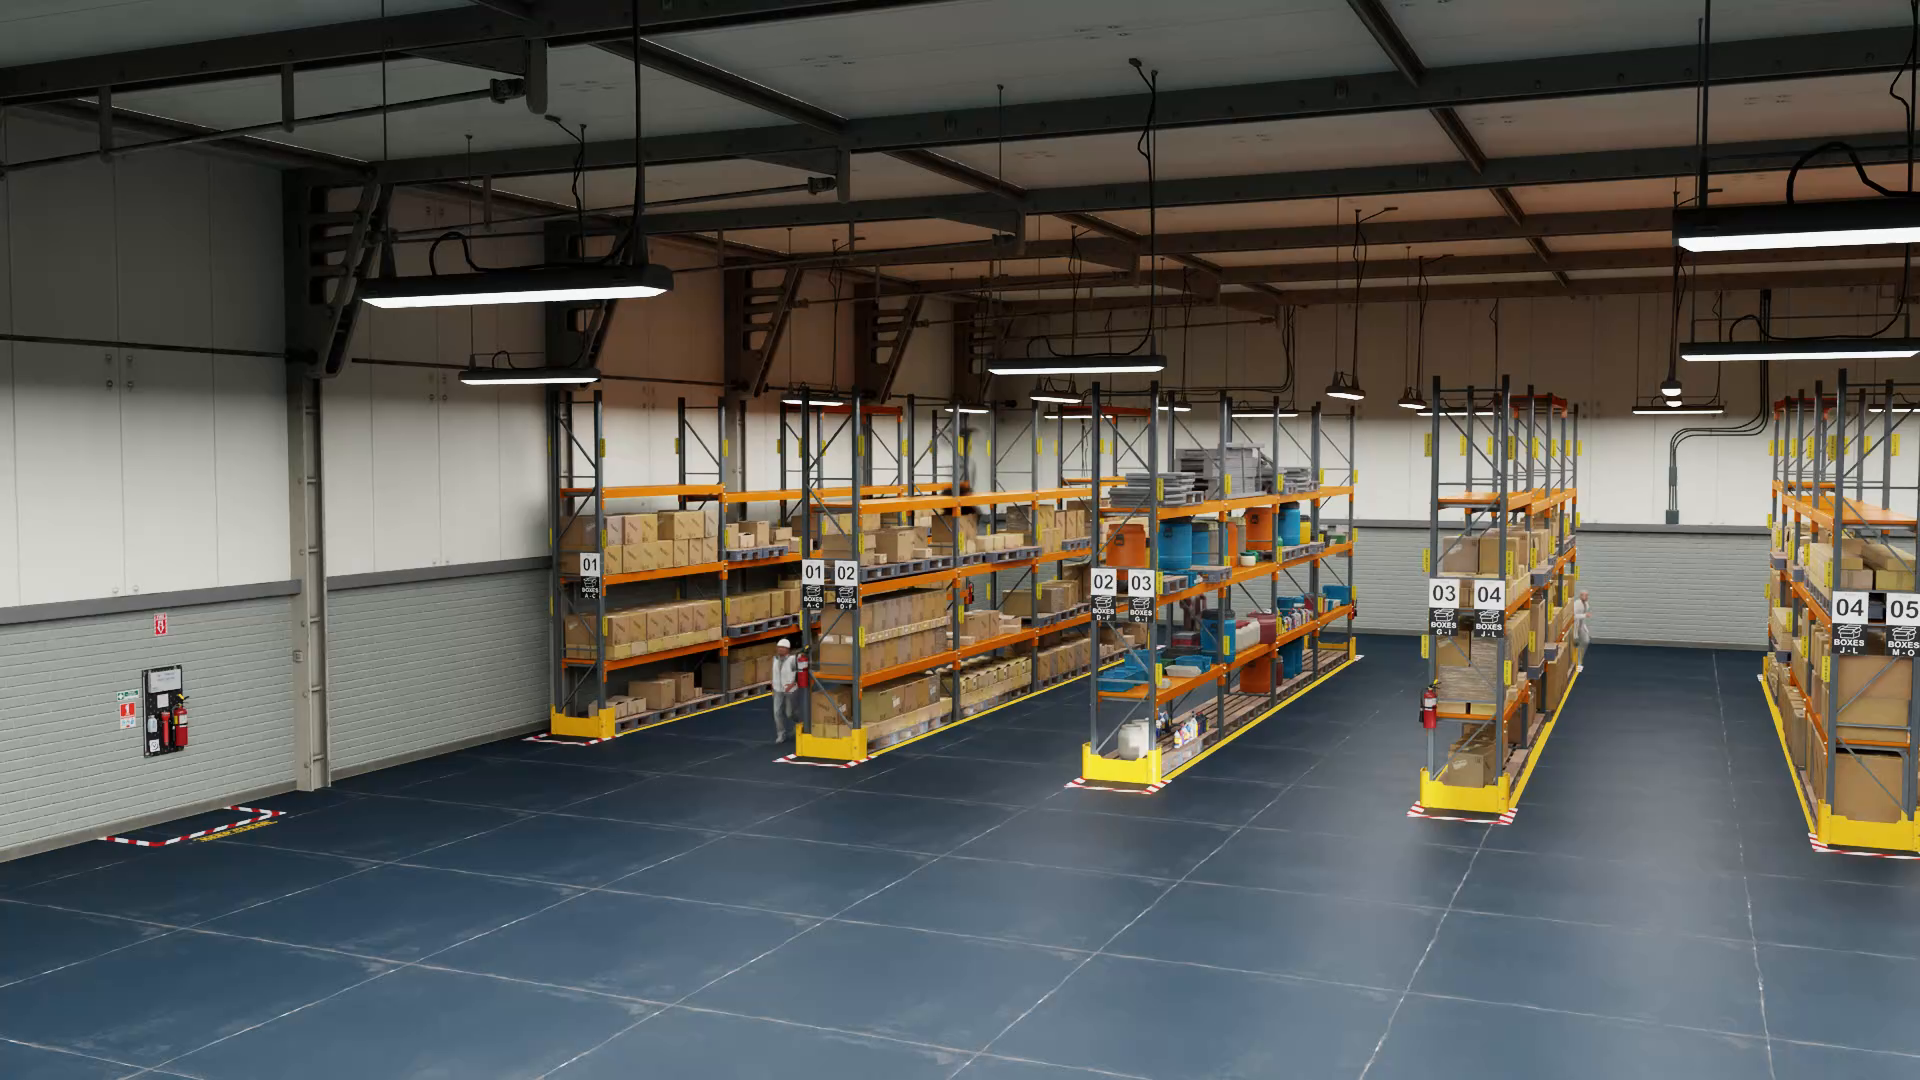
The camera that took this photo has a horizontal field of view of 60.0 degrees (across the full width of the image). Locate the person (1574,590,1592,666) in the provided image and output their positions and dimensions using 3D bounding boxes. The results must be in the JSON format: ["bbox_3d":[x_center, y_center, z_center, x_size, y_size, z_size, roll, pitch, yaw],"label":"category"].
[{"bbox_3d":[14.209,2.047,38.330,0.700,1.819,0.962,-2,4,-29],"label":"person"}]

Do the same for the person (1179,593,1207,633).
[{"bbox_3d":[5.639,1.906,40.303,0.651,1.835,0.867,1,3,10],"label":"person"}]

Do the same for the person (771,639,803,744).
[{"bbox_3d":[-2.970,2.562,28.525,0.650,1.759,0.837,1,3,18],"label":"person"}]
